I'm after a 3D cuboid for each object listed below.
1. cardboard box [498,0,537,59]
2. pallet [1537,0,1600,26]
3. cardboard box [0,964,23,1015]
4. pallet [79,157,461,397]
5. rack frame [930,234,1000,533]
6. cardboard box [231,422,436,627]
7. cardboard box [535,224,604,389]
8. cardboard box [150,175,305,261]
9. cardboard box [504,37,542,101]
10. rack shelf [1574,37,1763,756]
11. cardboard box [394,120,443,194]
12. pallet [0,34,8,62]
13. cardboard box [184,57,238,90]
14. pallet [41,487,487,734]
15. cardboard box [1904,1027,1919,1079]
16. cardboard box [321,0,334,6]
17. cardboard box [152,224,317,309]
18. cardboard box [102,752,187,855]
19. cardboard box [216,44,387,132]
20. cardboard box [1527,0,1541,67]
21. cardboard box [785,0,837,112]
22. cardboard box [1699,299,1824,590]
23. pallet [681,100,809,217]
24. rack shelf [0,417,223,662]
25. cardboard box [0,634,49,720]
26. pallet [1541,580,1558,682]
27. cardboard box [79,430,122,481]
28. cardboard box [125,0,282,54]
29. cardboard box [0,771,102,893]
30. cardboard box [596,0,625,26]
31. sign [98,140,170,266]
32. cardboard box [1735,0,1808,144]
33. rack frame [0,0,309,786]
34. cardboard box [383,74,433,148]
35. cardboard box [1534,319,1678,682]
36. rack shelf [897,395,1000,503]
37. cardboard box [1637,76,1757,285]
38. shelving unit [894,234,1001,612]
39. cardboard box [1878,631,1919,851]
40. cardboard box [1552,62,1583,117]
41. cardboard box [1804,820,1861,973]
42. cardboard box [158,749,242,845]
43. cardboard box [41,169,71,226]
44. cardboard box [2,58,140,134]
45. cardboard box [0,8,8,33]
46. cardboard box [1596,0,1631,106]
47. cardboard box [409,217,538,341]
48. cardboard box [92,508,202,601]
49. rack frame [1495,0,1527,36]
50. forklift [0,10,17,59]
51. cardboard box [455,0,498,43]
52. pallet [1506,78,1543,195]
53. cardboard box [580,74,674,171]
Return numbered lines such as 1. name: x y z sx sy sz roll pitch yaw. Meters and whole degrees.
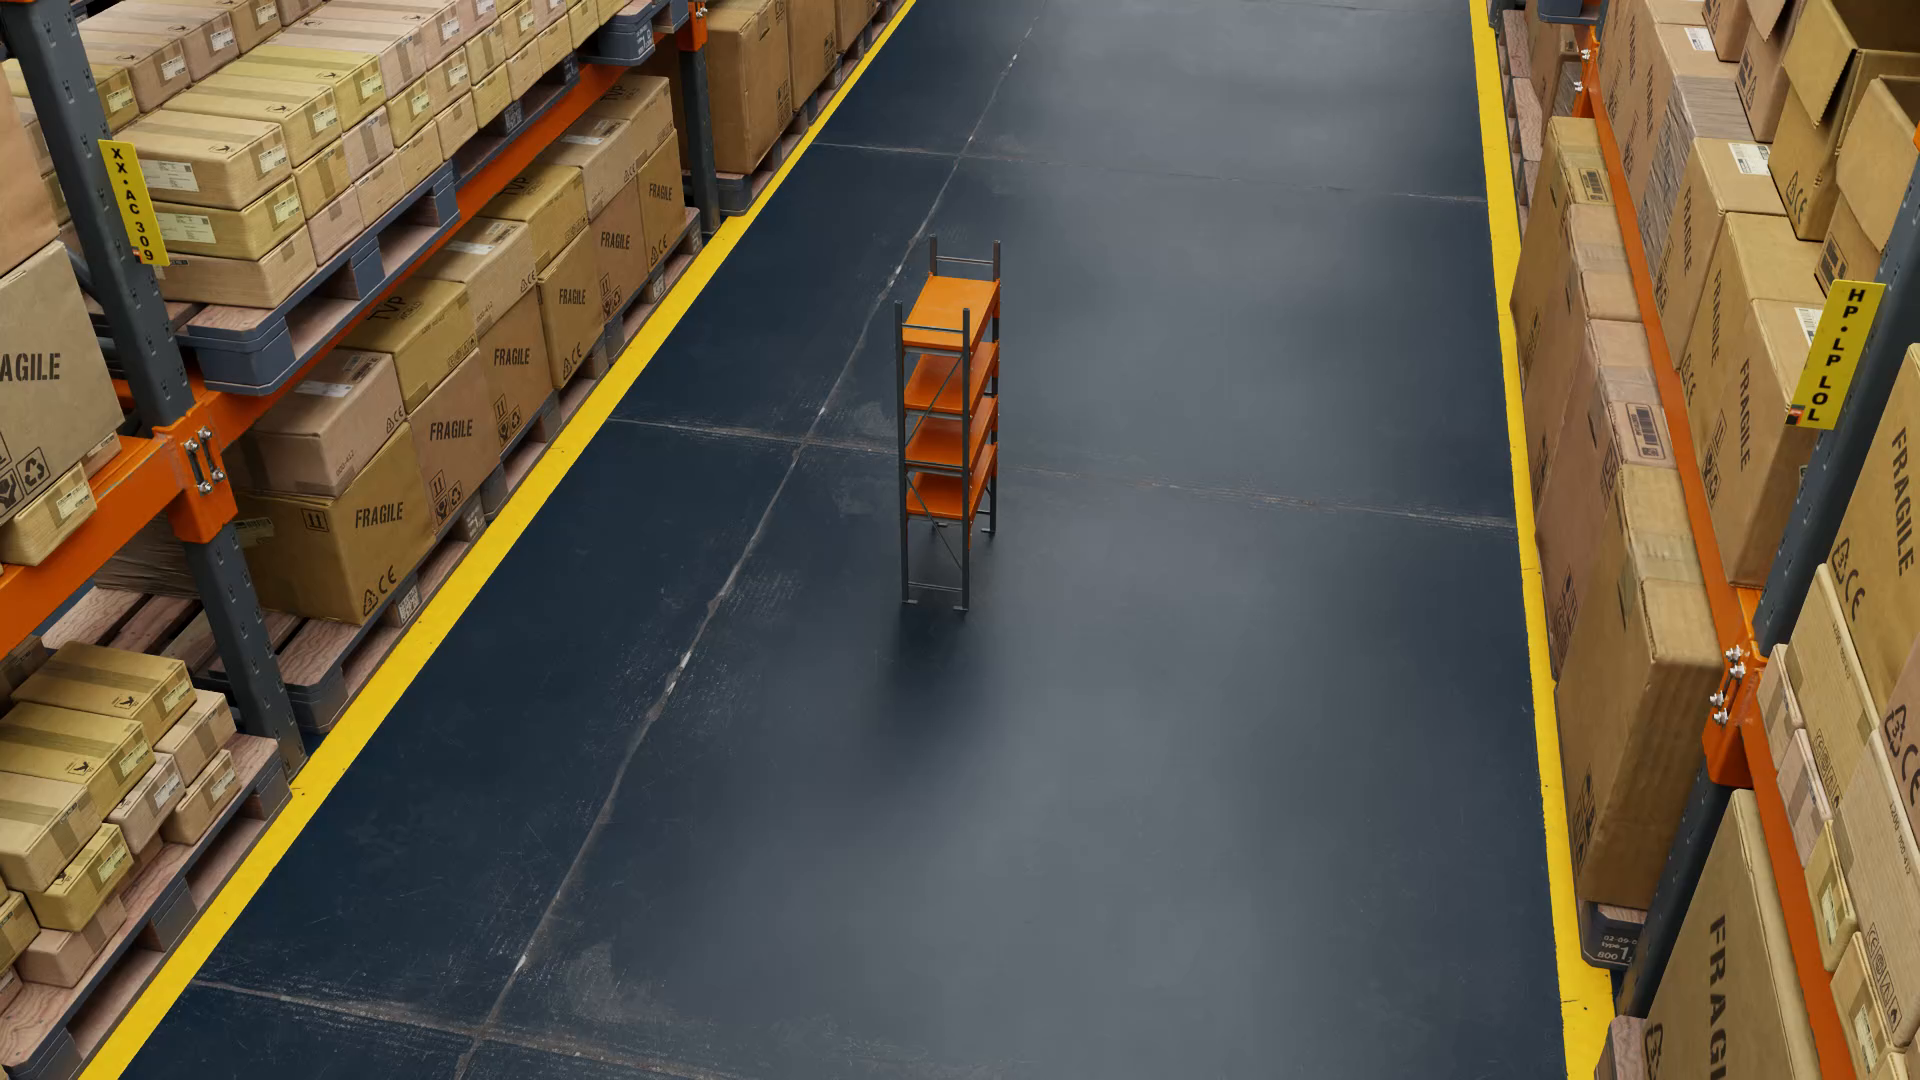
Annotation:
1. cardboard box: -1.703 -1.795 5.773 0.380 0.149 0.250 7 36 9
2. pallet: 3.157 -2.499 7.305 1.213 0.211 1.003 7 37 10
3. cardboard box: -2.625 1.145 4.186 0.380 0.149 0.250 6 36 9
4. pallet: -2.264 -0.883 5.076 1.003 0.211 1.213 7 37 10
5. rack frame: 0.017 -0.531 5.960 0.240 1.200 0.015 7 37 10
6. cardboard box: -2.152 -0.089 5.590 0.500 0.500 0.500 9 37 12
7. cardboard box: -1.811 -0.980 6.818 0.500 0.500 0.500 6 36 8
8. cardboard box: -2.036 -0.898 4.536 0.380 0.149 0.250 8 37 11
9. cardboard box: -1.705 -1.671 5.856 0.380 0.149 0.250 6 36 8
10. rack shelf: 2.682 -0.717 5.296 1.077 0.370 4.000 7 37 10
11. cardboard box: -1.870 -1.224 5.239 0.380 0.149 0.250 8 37 10
12. pallet: -6.404 -2.716 9.817 1.003 0.211 1.213 7 37 10
13. cardboard box: -2.512 -1.433 5.274 0.380 0.149 0.250 6 36 8
14. pallet: -2.404 0.141 5.875 1.003 0.211 1.213 7 37 10
15. cardboard box: 1.682 0.898 2.330 0.500 0.250 0.500 8 37 11
16. cardboard box: -2.341 -1.877 5.887 0.380 0.149 0.250 9 37 12
17. cardboard box: -2.036 -0.778 4.623 0.380 0.149 0.250 6 36 8
18. cardboard box: -2.371 0.700 4.546 0.380 0.149 0.250 6 36 8
19. cardboard box: -1.925 -1.326 4.872 0.380 0.149 0.250 8 37 10
20. cardboard box: 3.691 -2.994 9.579 0.700 0.500 0.500 7 37 10
21. cardboard box: -1.313 -2.933 9.300 1.050 0.750 0.750 8 37 11
22. cardboard box: 2.088 -0.204 3.891 0.500 0.500 0.500 7 37 10
23. pallet: -1.473 -2.148 9.034 1.003 0.211 1.213 7 37 10
24. rack shelf: -2.996 0.897 3.070 1.077 0.370 4.000 7 37 10
25. cardboard box: -2.845 0.374 4.743 0.380 0.149 0.250 9 37 12
26. pallet: 2.605 0.114 5.912 1.003 0.211 1.213 7 37 10
27. cardboard box: -2.401 -0.246 4.248 0.380 0.149 0.250 7 37 9
28. cardboard box: -2.449 -1.698 5.386 0.380 0.149 0.250 6 36 8
29. cardboard box: -2.453 0.734 4.246 0.380 0.149 0.250 7 37 10
30. cardboard box: -1.537 -2.130 6.489 0.380 0.149 0.250 7 36 9
31. sign: -2.037 -0.828 4.099 0.100 0.325 0.005 7 37 10
32. cardboard box: 2.659 -1.426 4.721 0.797 0.503 0.637 8 37 11
33. rack frame: -2.569 -0.541 4.441 1.000 3.000 0.127 7 37 10
34. cardboard box: -1.872 -1.344 5.151 0.380 0.149 0.250 6 36 8
35. cardboard box: 2.562 -0.053 5.220 1.225 0.875 0.875 6 36 8
36. rack shelf: -0.035 -0.336 5.806 0.258 0.148 0.480 7 37 10
37. cardboard box: 2.417 -1.074 5.091 0.500 0.500 0.500 7 37 10
38. shelving unit: -0.035 -0.391 5.767 0.258 1.200 0.503 7 37 10
39. cardboard box: 1.790 0.299 2.517 0.500 0.500 0.500 7 37 10
40. cardboard box: 3.339 -2.027 8.246 0.700 0.500 0.500 4 36 6
41. cardboard box: 1.755 0.670 2.984 0.380 0.149 0.250 8 37 11
42. cardboard box: -2.320 0.711 4.785 0.380 0.149 0.250 8 37 11
43. cardboard box: -2.677 -0.983 4.653 0.380 0.149 0.250 8 37 11
44. cardboard box: -2.617 -1.259 4.780 0.380 0.149 0.250 6 36 9
45. cardboard box: -6.292 -3.250 10.059 0.950 0.372 0.625 7 36 9
46. cardboard box: 2.740 -1.951 6.300 0.500 0.500 0.500 8 37 11
47. cardboard box: -1.928 -0.991 6.194 0.500 0.250 0.500 9 37 12
48. cardboard box: -2.657 -0.155 5.680 0.500 0.500 0.500 7 36 9
49. rack frame: 3.964 -4.448 9.831 1.000 3.000 0.127 7 37 10
50. forklift: -4.517 -2.131 6.693 1.130 2.935 3.031 -2 36 -3
51. cardboard box: -1.760 -1.760 5.471 0.380 0.149 0.250 9 37 12
52. pallet: 3.540 -2.171 9.065 1.003 0.211 1.213 7 37 10
53. cardboard box: -1.605 -1.871 7.409 0.500 0.250 0.500 6 36 9
